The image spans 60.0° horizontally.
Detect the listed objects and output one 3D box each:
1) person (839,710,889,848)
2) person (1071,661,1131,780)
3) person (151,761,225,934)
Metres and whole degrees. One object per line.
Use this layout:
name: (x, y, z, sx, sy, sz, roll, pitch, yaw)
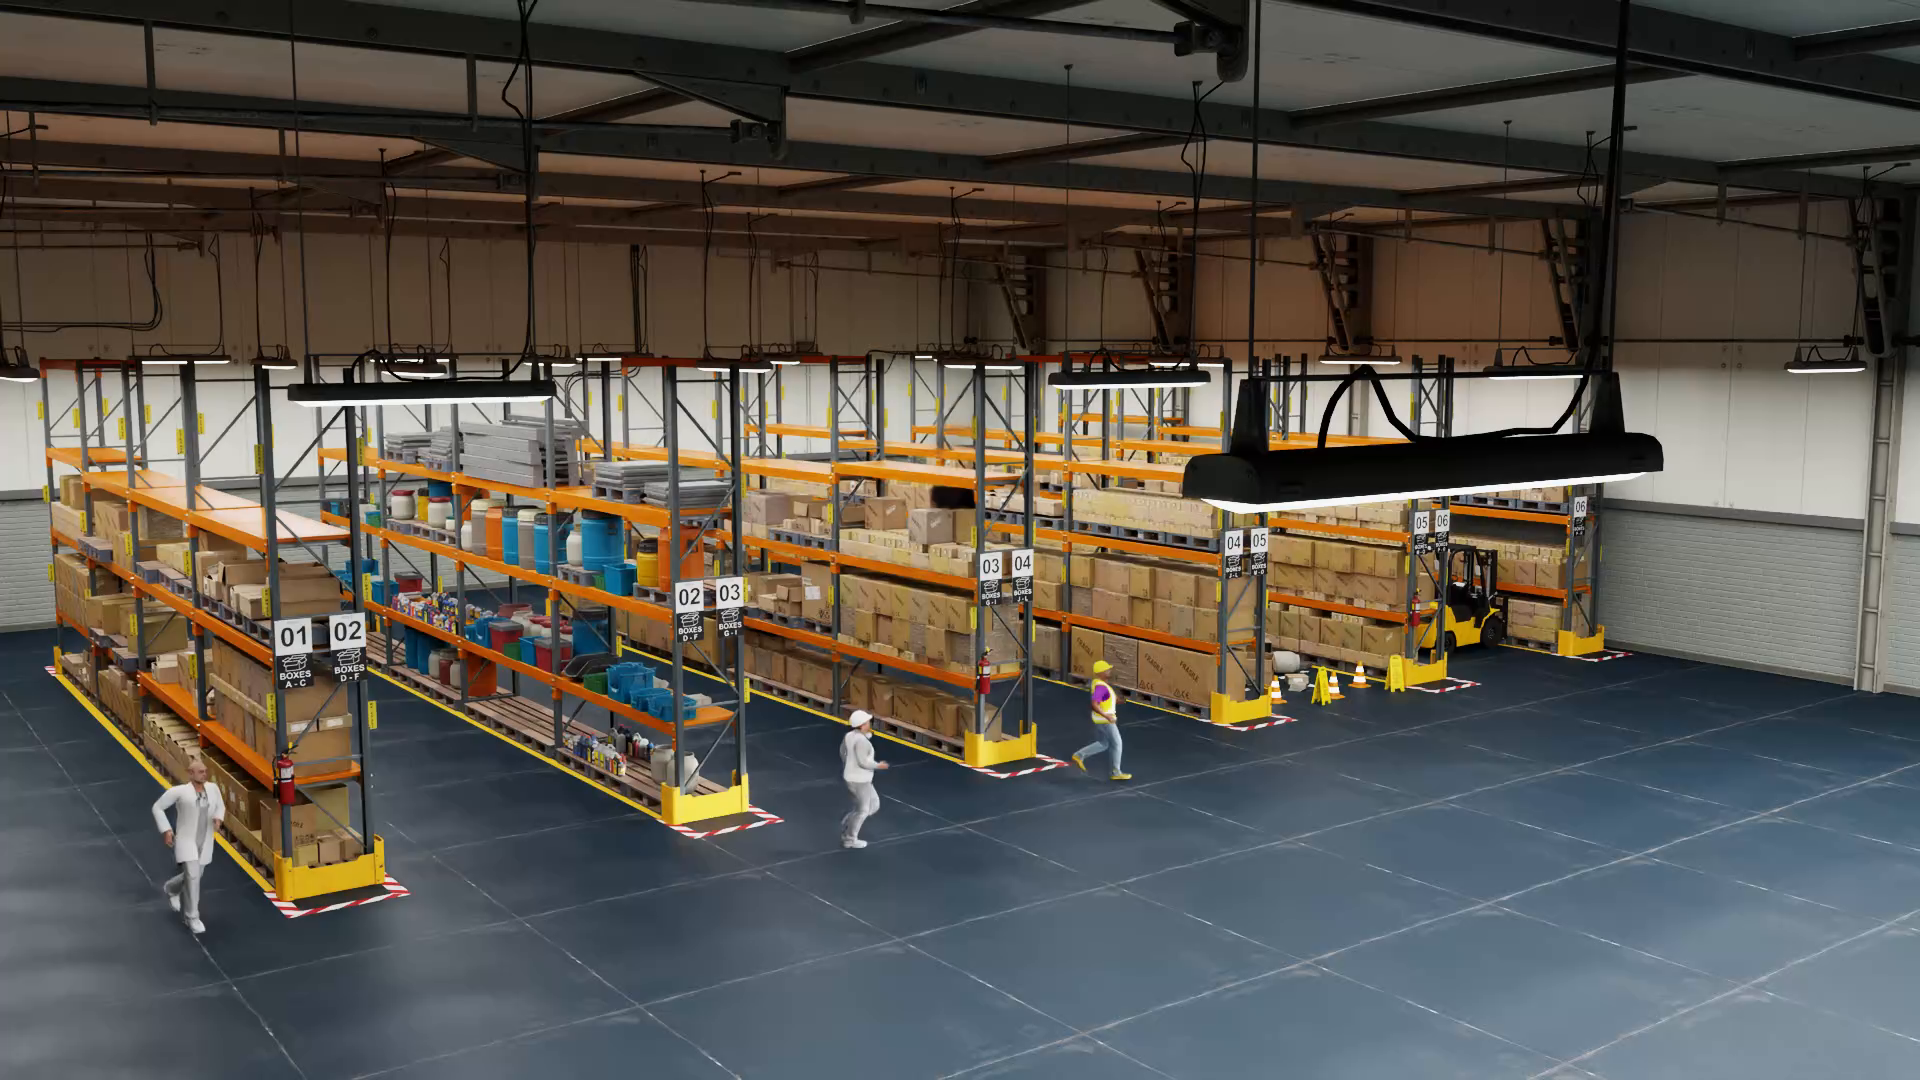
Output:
person: (-1.193, 2.978, 20.764, 0.586, 1.738, 0.642, -2, 7, -13)
person: (2.067, 2.598, 23.957, 0.827, 1.741, 0.715, 0, 7, -4)
person: (-8.385, 3.295, 18.187, 0.970, 1.771, 0.747, 5, 8, 34)
